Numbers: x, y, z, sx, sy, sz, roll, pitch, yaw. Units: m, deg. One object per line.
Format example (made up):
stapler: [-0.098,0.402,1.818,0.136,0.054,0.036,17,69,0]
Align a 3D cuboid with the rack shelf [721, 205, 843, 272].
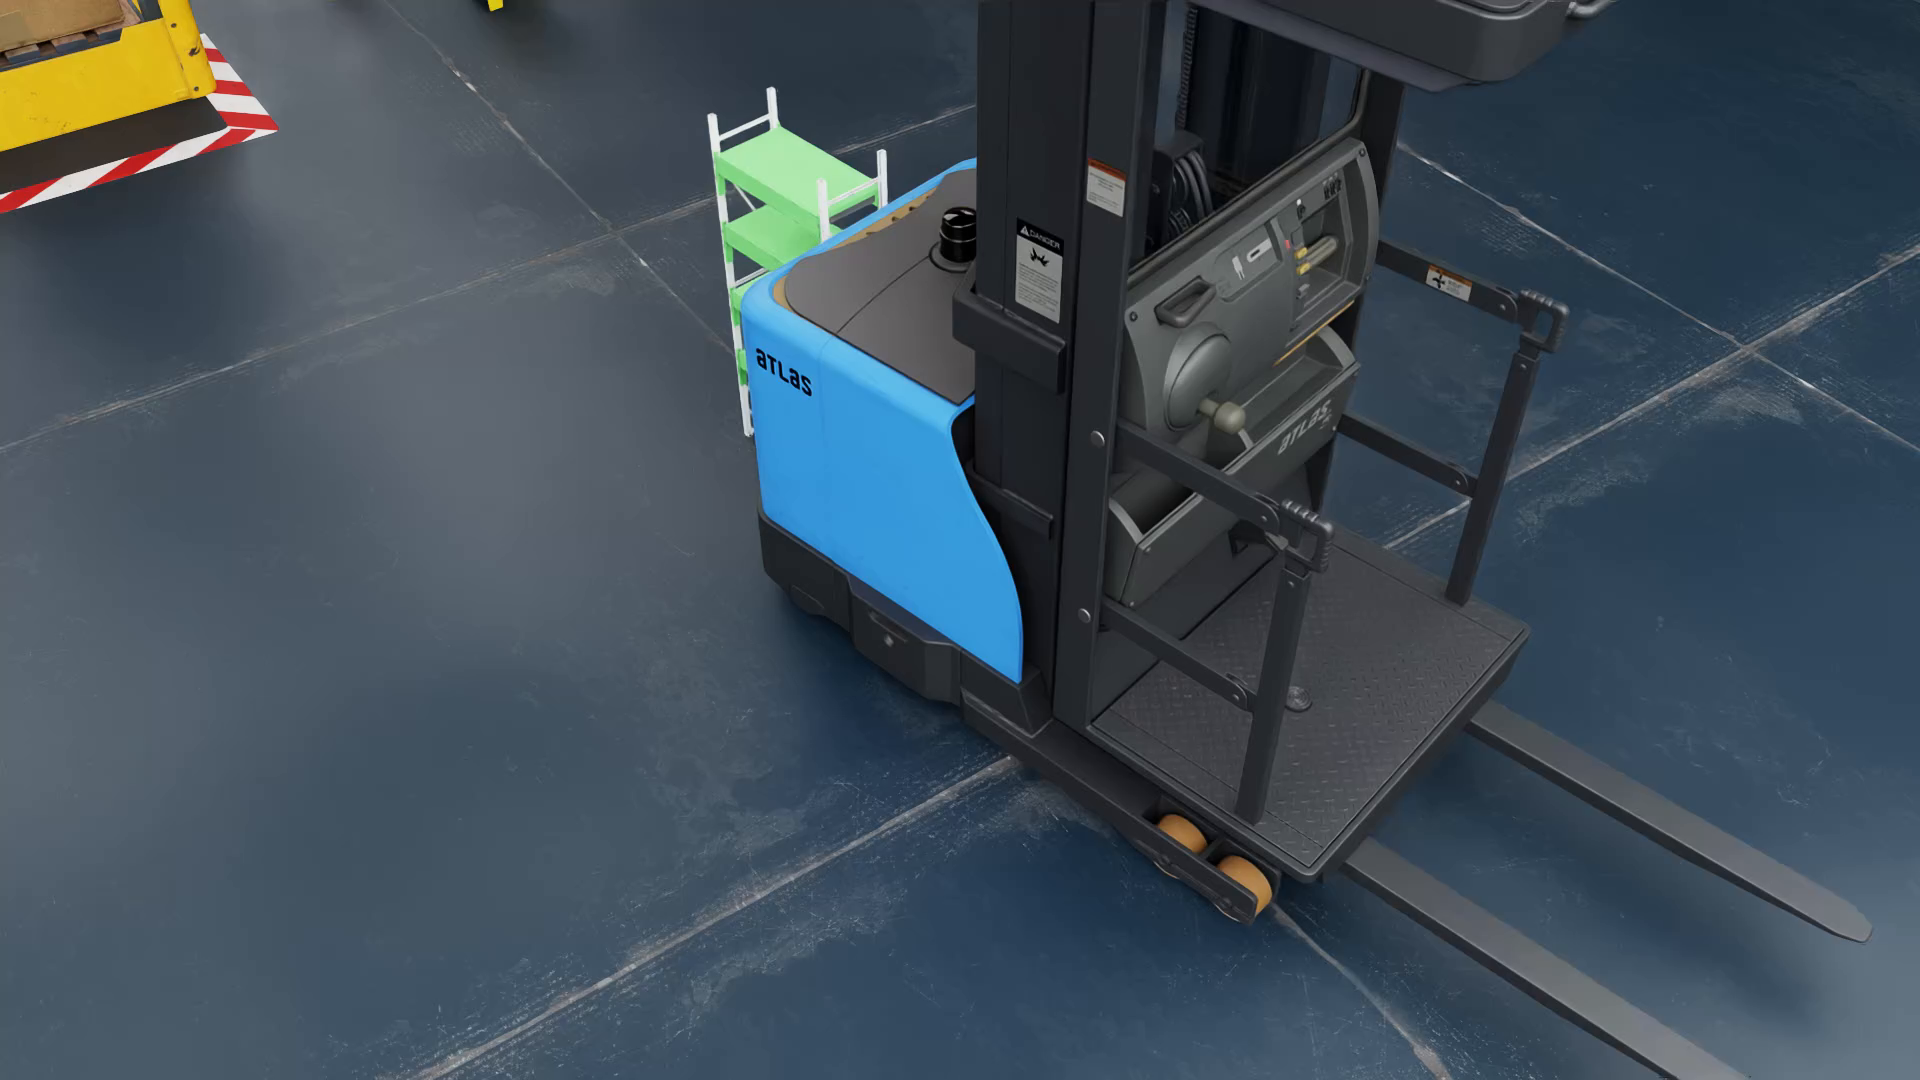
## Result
rack shelf: [-0.468,-0.850,5.016,0.258,0.148,0.480,-34,53,-30]

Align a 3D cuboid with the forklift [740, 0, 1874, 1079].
forklift: [0.832,-0.506,3.657,3.031,2.935,1.130,32,52,29]

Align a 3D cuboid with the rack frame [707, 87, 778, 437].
rack frame: [-0.637,-0.844,5.265,0.240,1.200,0.015,-34,53,-30]

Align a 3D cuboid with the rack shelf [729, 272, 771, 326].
rack shelf: [-0.468,-0.676,5.182,0.258,0.148,0.480,-34,53,-30]

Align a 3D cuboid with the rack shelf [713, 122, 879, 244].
rack shelf: [-0.468,-1.024,4.851,0.258,0.148,0.480,-34,53,-30]

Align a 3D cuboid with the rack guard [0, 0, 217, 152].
rack guard: [-3.831,-2.023,7.007,1.175,0.500,0.348,-26,49,-24]

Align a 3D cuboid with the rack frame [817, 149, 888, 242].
rack frame: [-0.299,-0.601,5.011,0.240,1.200,0.015,-34,53,-30]

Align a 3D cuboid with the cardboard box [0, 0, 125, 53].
cardboard box: [-4.287,-2.682,7.122,0.875,0.875,0.875,-25,49,-24]

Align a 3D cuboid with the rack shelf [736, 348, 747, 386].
rack shelf: [-0.468,-0.503,5.348,0.258,0.148,0.480,-34,53,-30]

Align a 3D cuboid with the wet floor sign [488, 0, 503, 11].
wet floor sign: [-2.204,-2.855,7.774,0.267,0.644,0.232,-35,53,-31]

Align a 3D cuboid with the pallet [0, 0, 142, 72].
pallet: [-4.366,-2.354,7.563,1.003,0.211,1.213,-26,49,-24]

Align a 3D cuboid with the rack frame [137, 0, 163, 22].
rack frame: [-3.845,-2.941,6.158,1.000,3.000,0.127,-26,49,-24]

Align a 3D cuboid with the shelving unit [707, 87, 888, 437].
shelving unit: [-0.468,-0.723,5.138,0.258,1.200,0.503,-34,53,-30]
